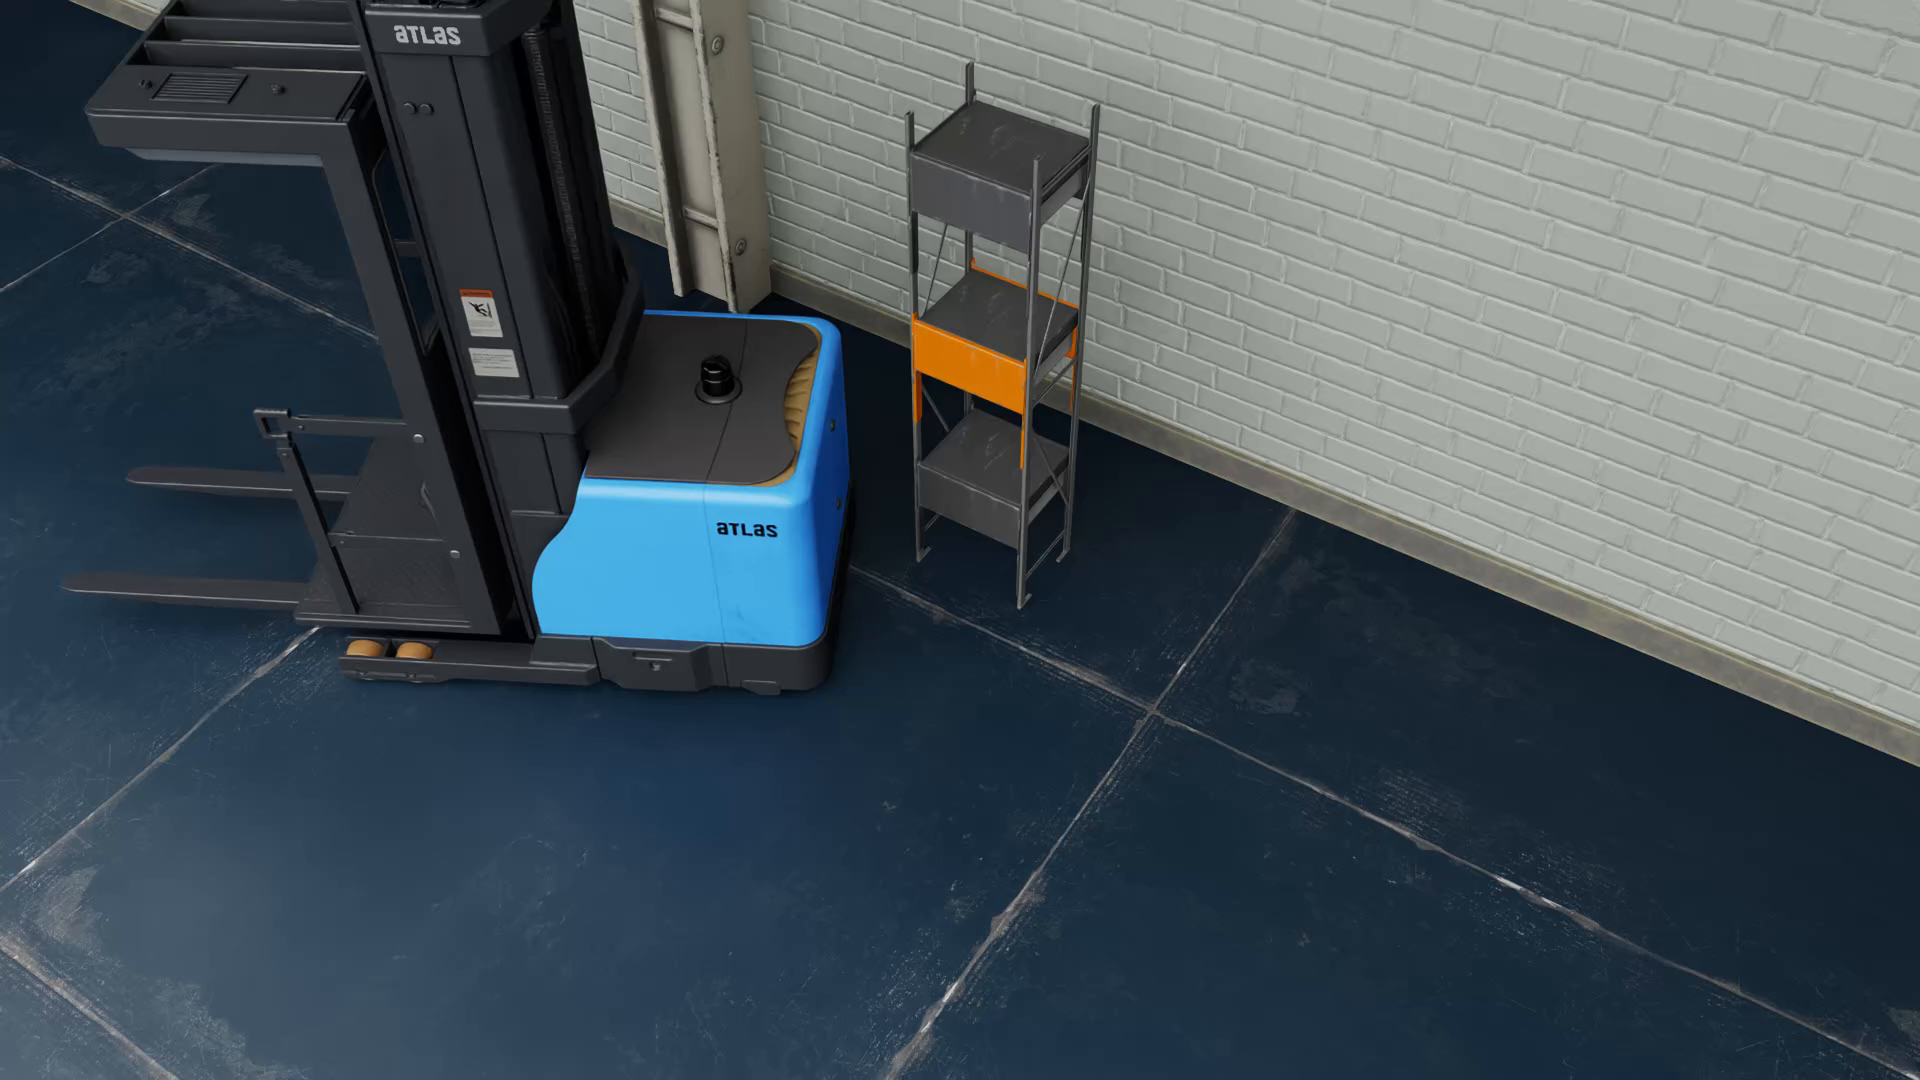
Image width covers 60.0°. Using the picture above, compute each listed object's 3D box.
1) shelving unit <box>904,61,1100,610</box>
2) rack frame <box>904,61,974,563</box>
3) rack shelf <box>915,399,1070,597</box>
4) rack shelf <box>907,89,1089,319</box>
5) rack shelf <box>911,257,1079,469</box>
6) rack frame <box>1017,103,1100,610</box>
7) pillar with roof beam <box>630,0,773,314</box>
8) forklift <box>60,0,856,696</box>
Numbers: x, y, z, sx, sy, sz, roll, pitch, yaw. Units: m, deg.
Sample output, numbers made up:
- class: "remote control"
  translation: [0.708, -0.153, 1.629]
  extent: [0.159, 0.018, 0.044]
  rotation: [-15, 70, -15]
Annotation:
- class: "shelving unit"
  translation: [0.139, -0.668, 6.157]
  extent: [0.503, 2.100, 0.431]
  rotation: [25, 51, 22]
- class: "rack frame"
  translation: [-0.066, -0.762, 6.248]
  extent: [0.015, 2.100, 0.400]
  rotation: [25, 51, 22]
- class: "rack shelf"
  translation: [0.139, -0.170, 6.668]
  extent: [0.480, 0.518, 0.431]
  rotation: [25, 51, 22]
- class: "rack shelf"
  translation: [0.139, -1.146, 5.664]
  extent: [0.480, 0.518, 0.431]
  rotation: [25, 51, 22]
- class: "rack shelf"
  translation: [0.139, -0.658, 6.166]
  extent: [0.480, 0.518, 0.431]
  rotation: [25, 51, 22]
- class: "rack frame"
  translation: [0.345, -0.573, 6.065]
  extent: [0.015, 2.100, 0.400]
  rotation: [25, 51, 22]
- class: "pillar with roof beam"
  translation: [-3.478, -1.762, 2.410]
  extent: [0.400, 9.000, 9.100]
  rotation: [25, 51, 22]
- class: "forklift"
  translation: [-1.977, -0.845, 5.750]
  extent: [3.031, 2.935, 1.130]
  rotation: [3, 46, 3]
